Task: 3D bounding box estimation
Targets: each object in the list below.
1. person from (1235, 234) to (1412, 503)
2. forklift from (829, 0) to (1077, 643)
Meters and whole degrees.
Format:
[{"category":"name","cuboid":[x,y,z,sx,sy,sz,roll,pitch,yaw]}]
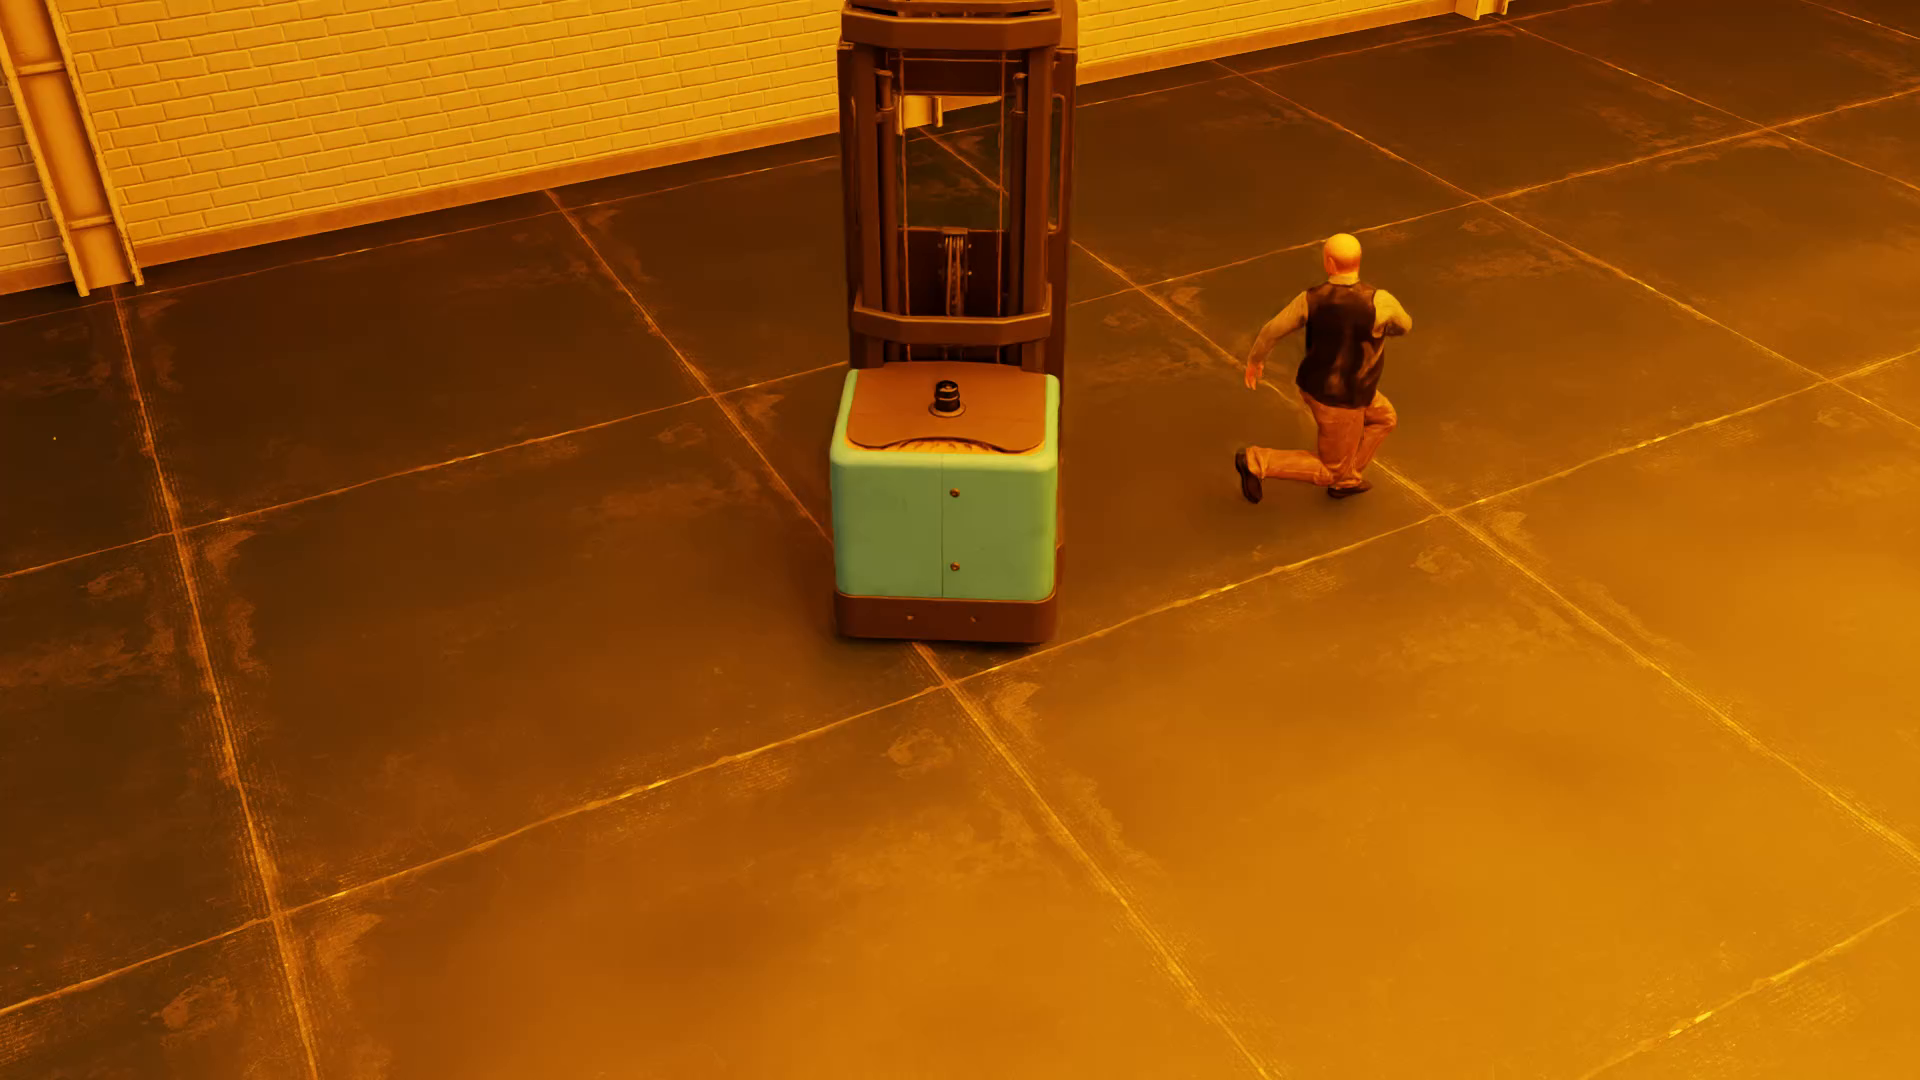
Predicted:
[{"category":"person","cuboid":[1.878,-0.852,8.628,0.885,1.498,0.639,-11,37,-16]},{"category":"forklift","cuboid":[0.000,-1.537,8.297,1.130,2.935,3.031,2,35,2]}]
